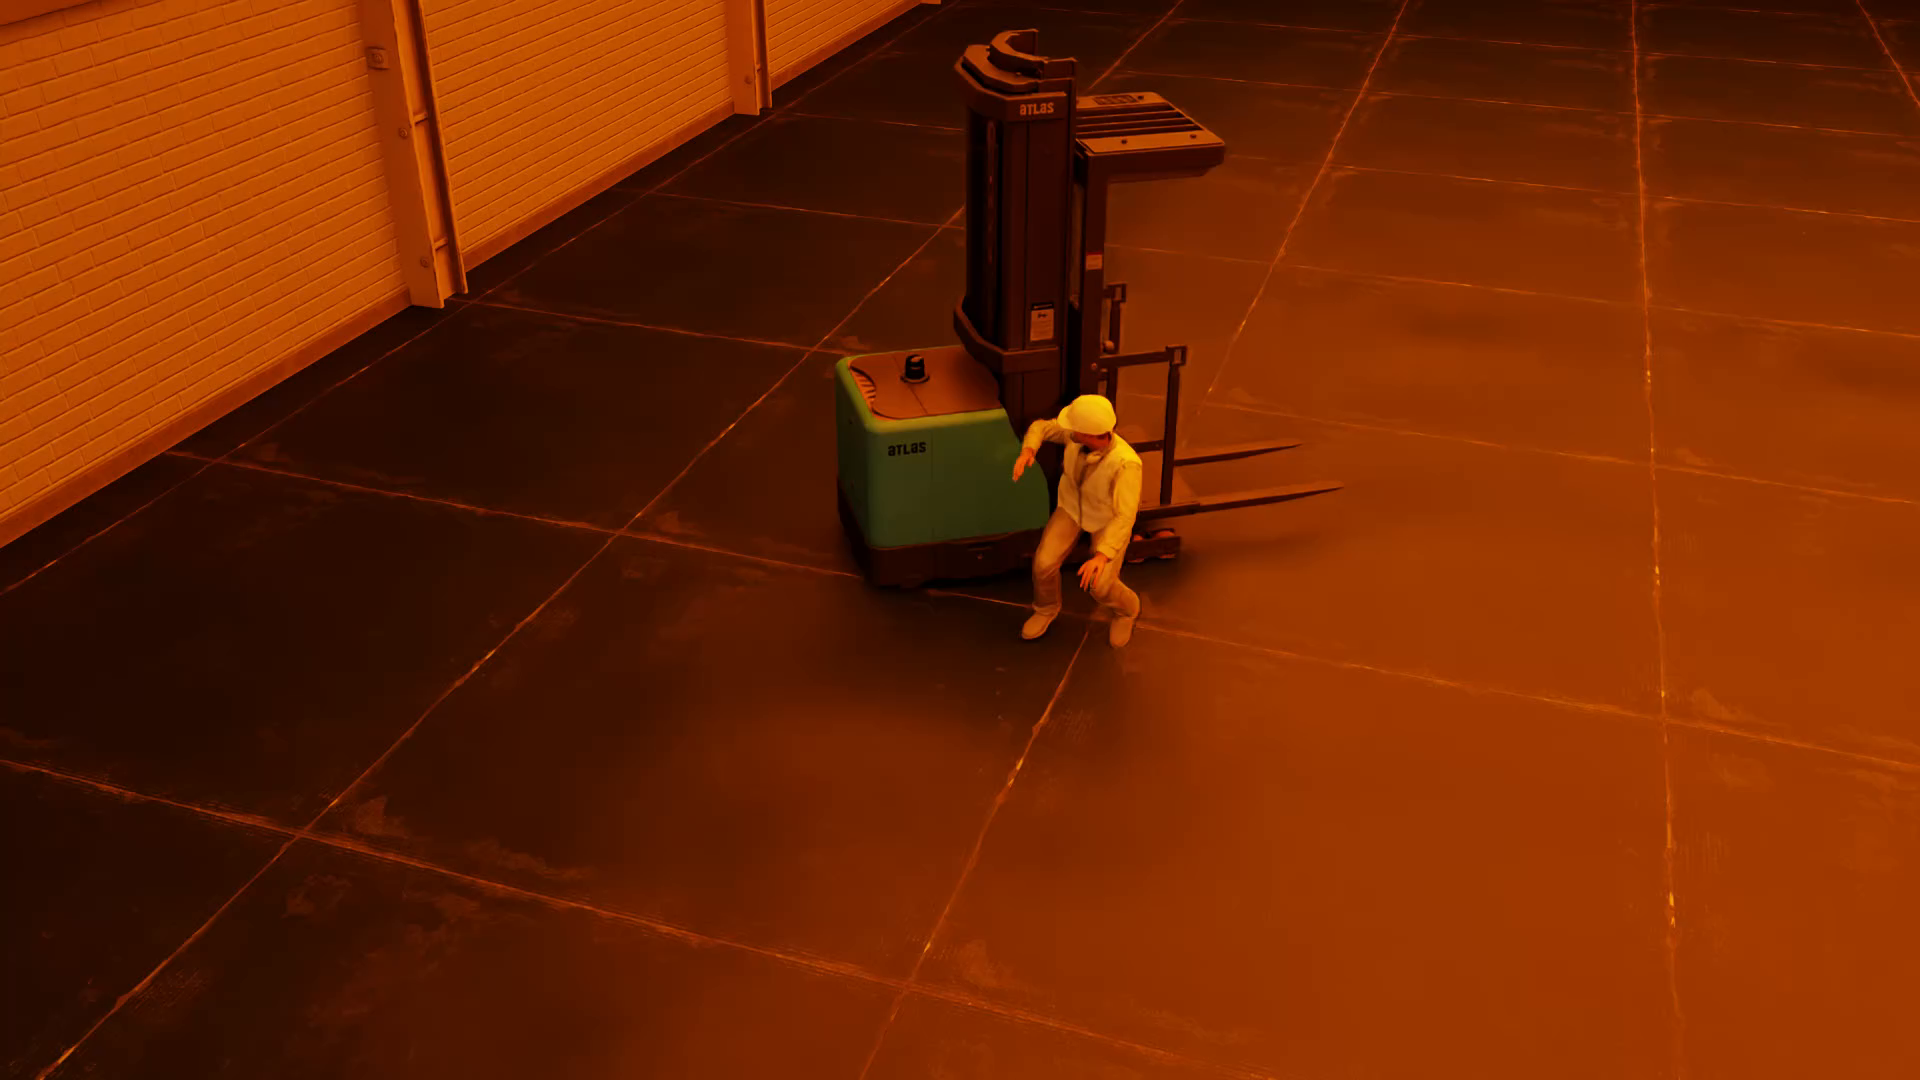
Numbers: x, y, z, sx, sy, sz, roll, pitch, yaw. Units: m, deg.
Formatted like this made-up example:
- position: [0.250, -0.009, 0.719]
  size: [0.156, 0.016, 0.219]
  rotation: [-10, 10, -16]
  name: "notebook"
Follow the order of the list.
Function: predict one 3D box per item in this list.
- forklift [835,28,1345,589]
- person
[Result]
- position: [0.822, -1.381, 9.558]
  size: [3.031, 2.935, 1.130]
  rotation: [-7, 31, -13]
  name: "forklift"
- position: [0.604, -0.081, 8.734]
  size: [0.782, 1.515, 0.916]
  rotation: [17, 34, 27]
  name: "person"
